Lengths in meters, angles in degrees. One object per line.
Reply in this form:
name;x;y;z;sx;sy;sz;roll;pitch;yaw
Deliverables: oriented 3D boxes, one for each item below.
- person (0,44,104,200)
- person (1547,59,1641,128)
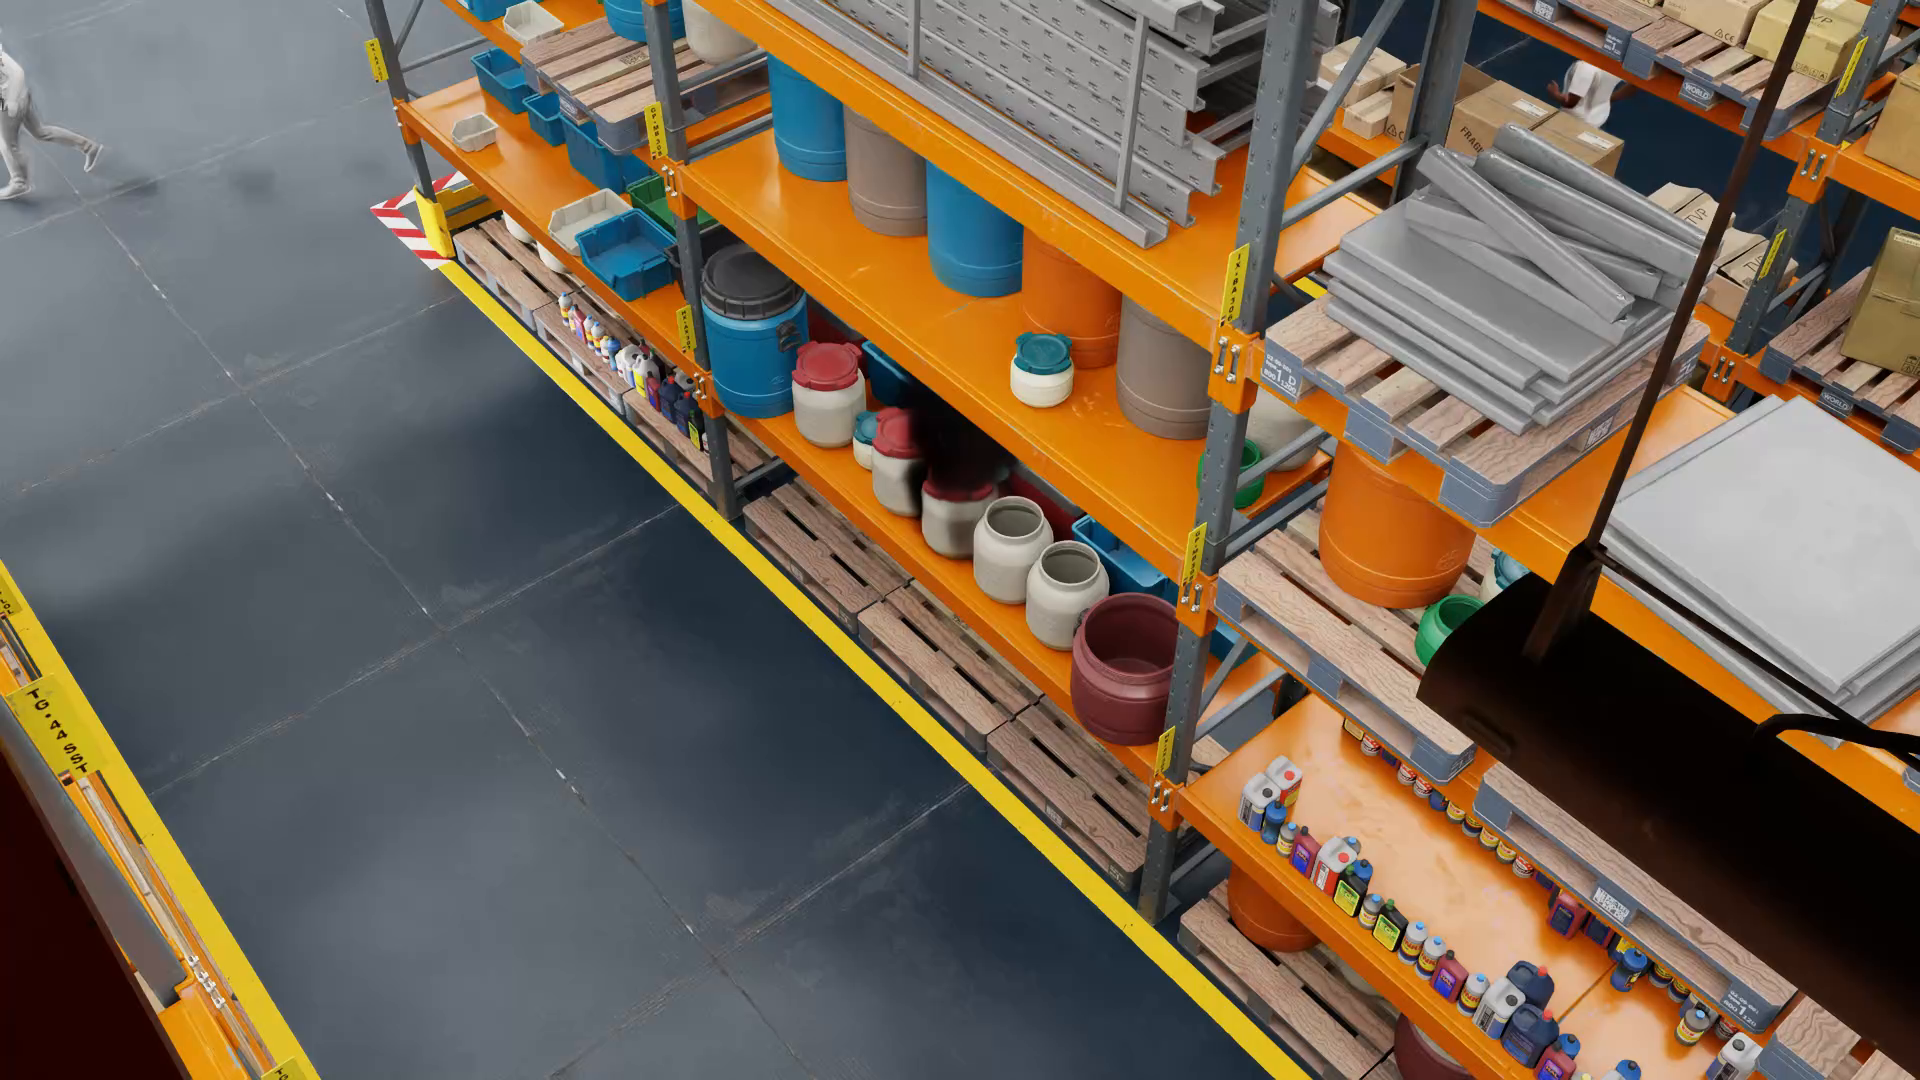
person;-7.464;-3.480;13.090;0.885;1.678;0.610;-14;48;-13
person;4.817;-3.227;12.845;0.689;1.766;0.852;-29;53;-24
